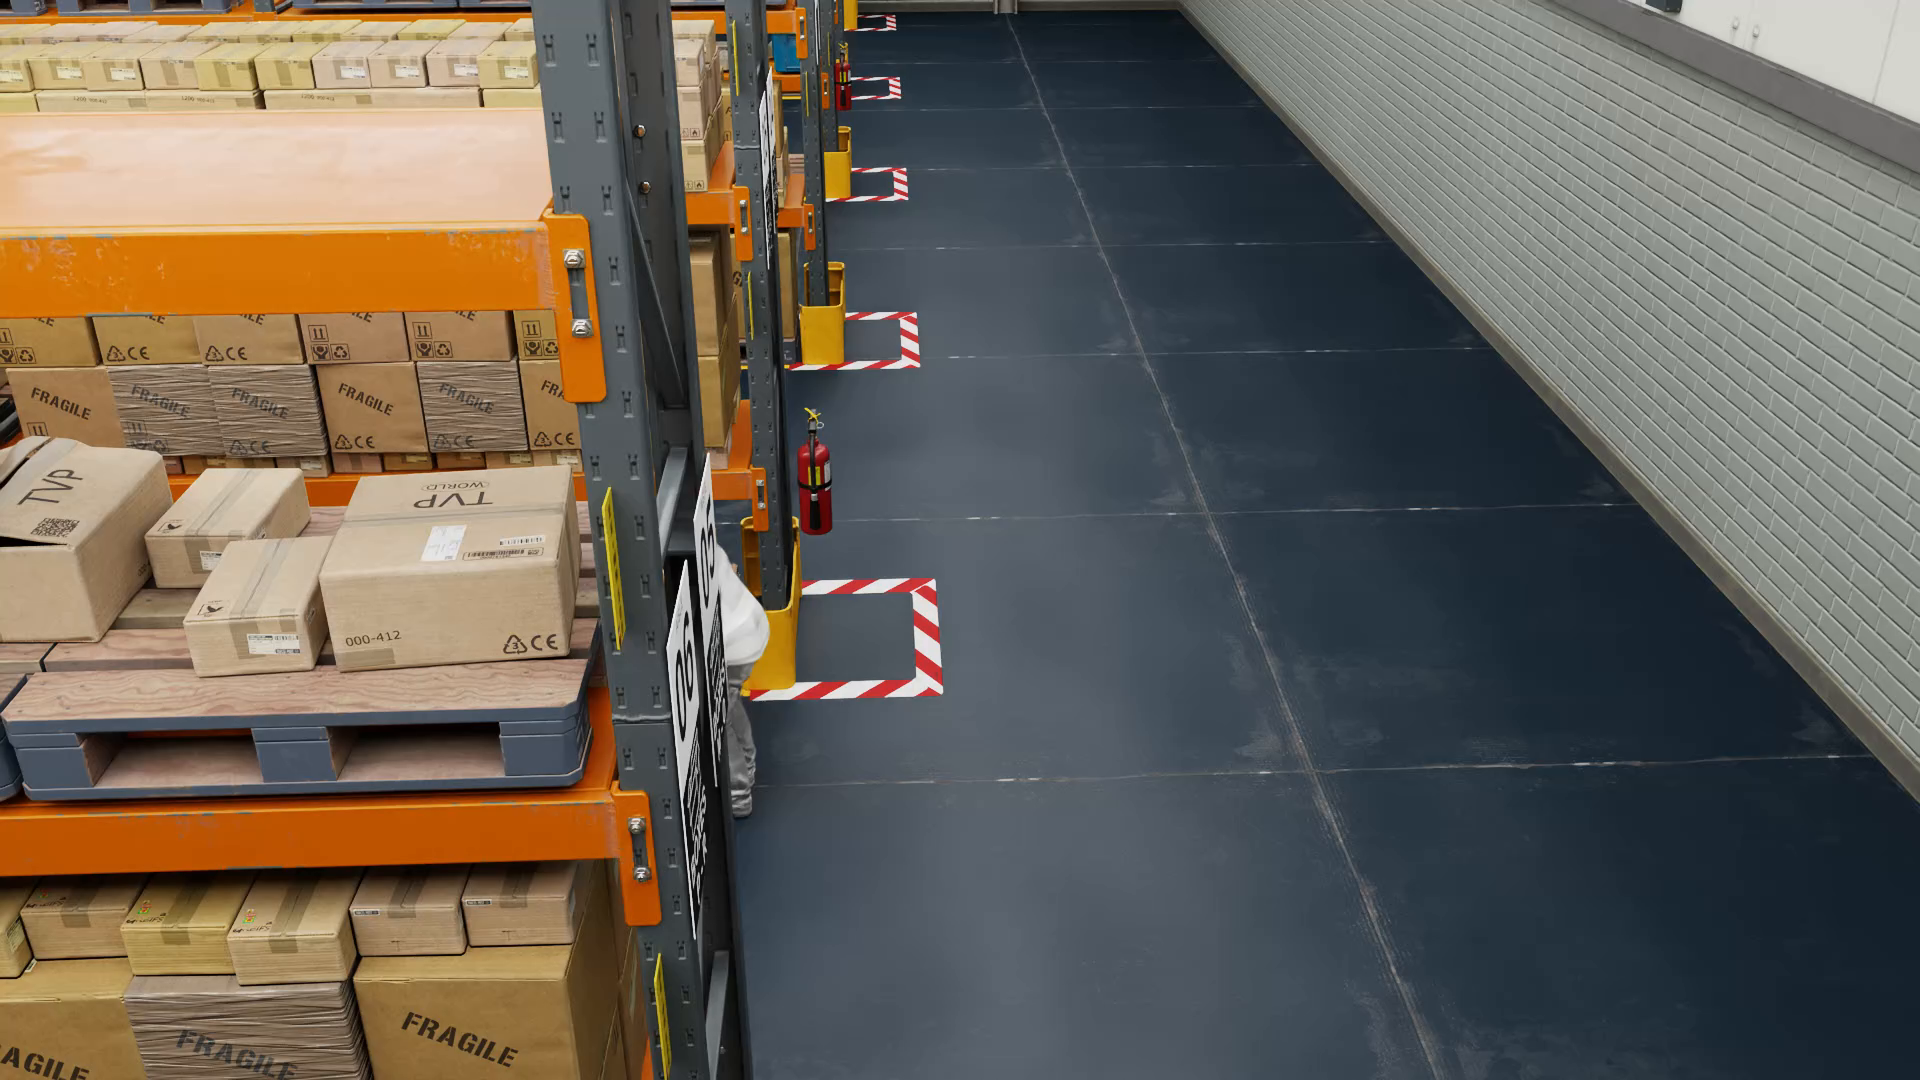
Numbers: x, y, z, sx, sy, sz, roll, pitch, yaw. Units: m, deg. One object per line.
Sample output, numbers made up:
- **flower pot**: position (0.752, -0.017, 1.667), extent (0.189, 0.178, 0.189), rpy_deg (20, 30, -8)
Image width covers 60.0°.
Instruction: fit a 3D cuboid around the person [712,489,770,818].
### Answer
- **person**: position (-1.142, 0.517, 7.969), extent (0.452, 1.772, 0.616), rpy_deg (2, 27, 4)
